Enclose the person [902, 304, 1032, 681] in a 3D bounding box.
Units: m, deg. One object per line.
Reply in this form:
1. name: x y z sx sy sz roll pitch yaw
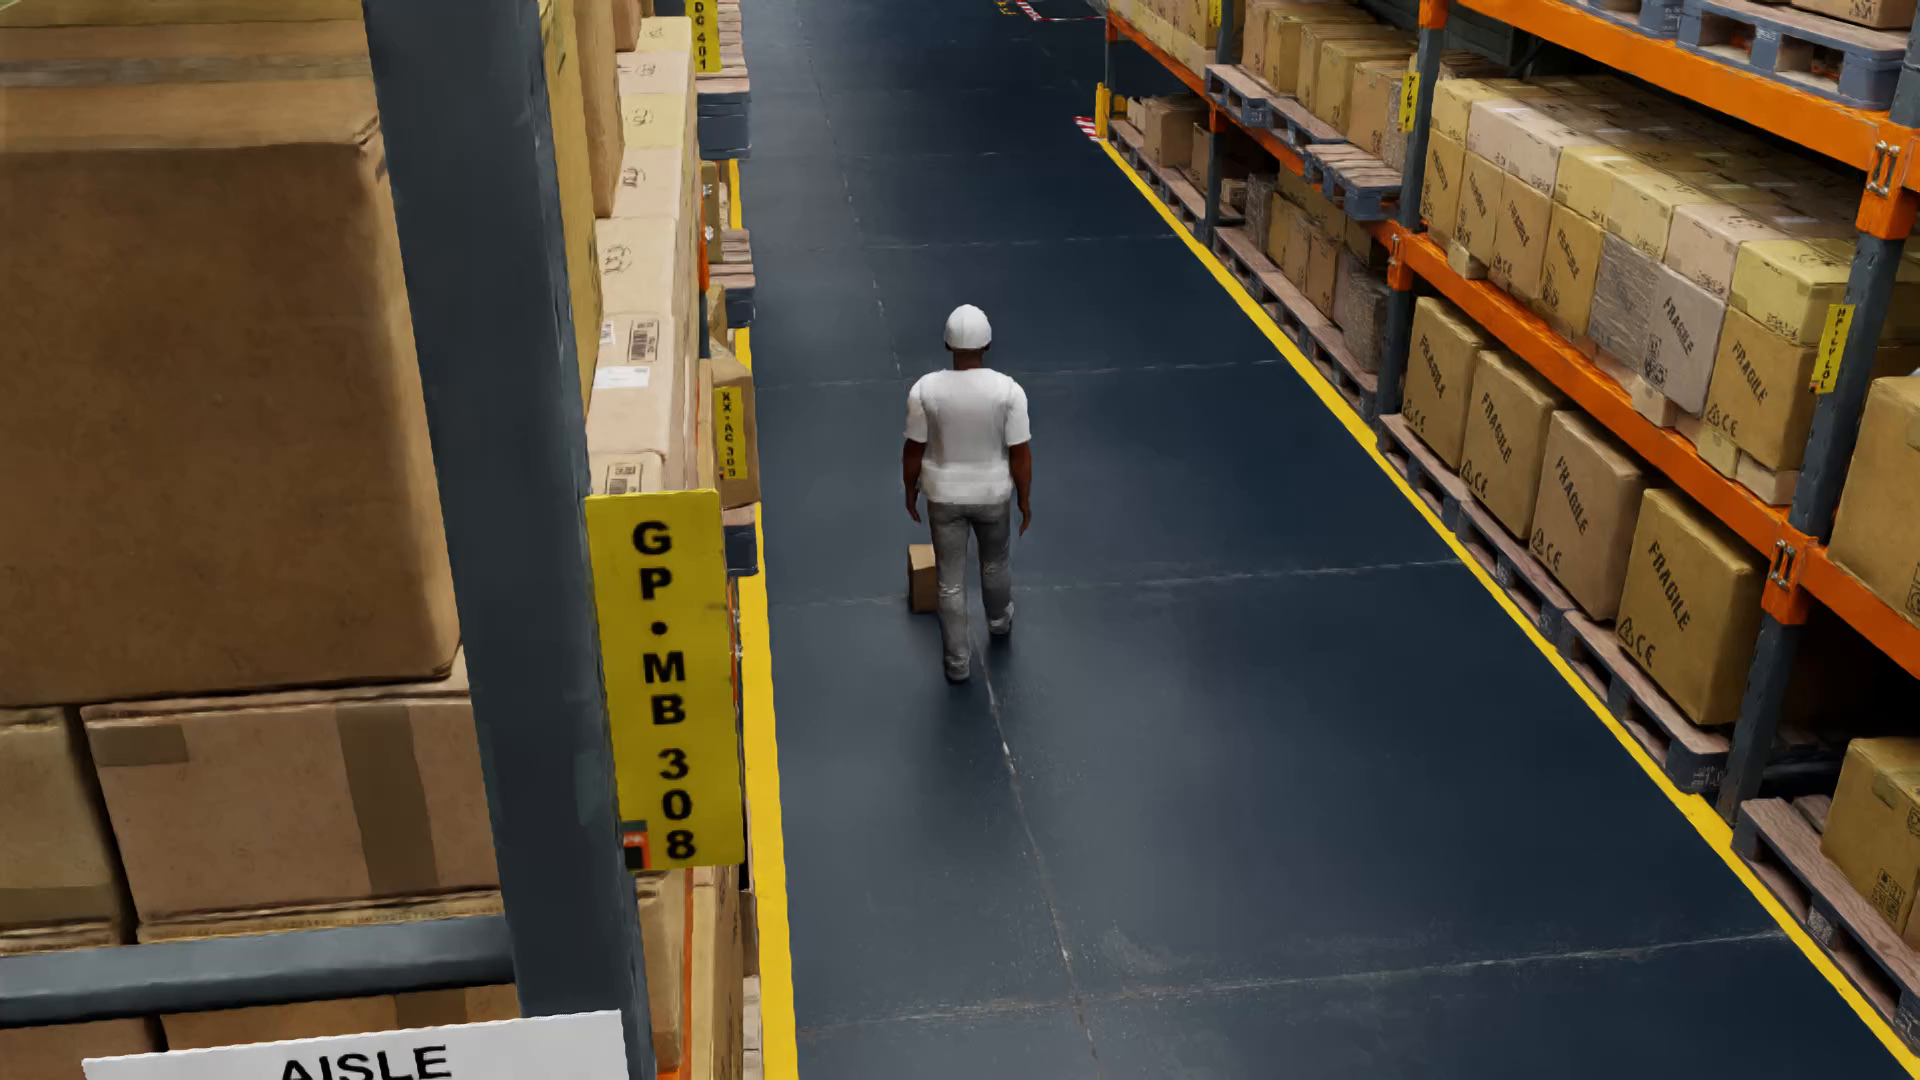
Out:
1. person: 0.027 -0.281 7.628 0.577 1.752 0.726 -1 27 -1
